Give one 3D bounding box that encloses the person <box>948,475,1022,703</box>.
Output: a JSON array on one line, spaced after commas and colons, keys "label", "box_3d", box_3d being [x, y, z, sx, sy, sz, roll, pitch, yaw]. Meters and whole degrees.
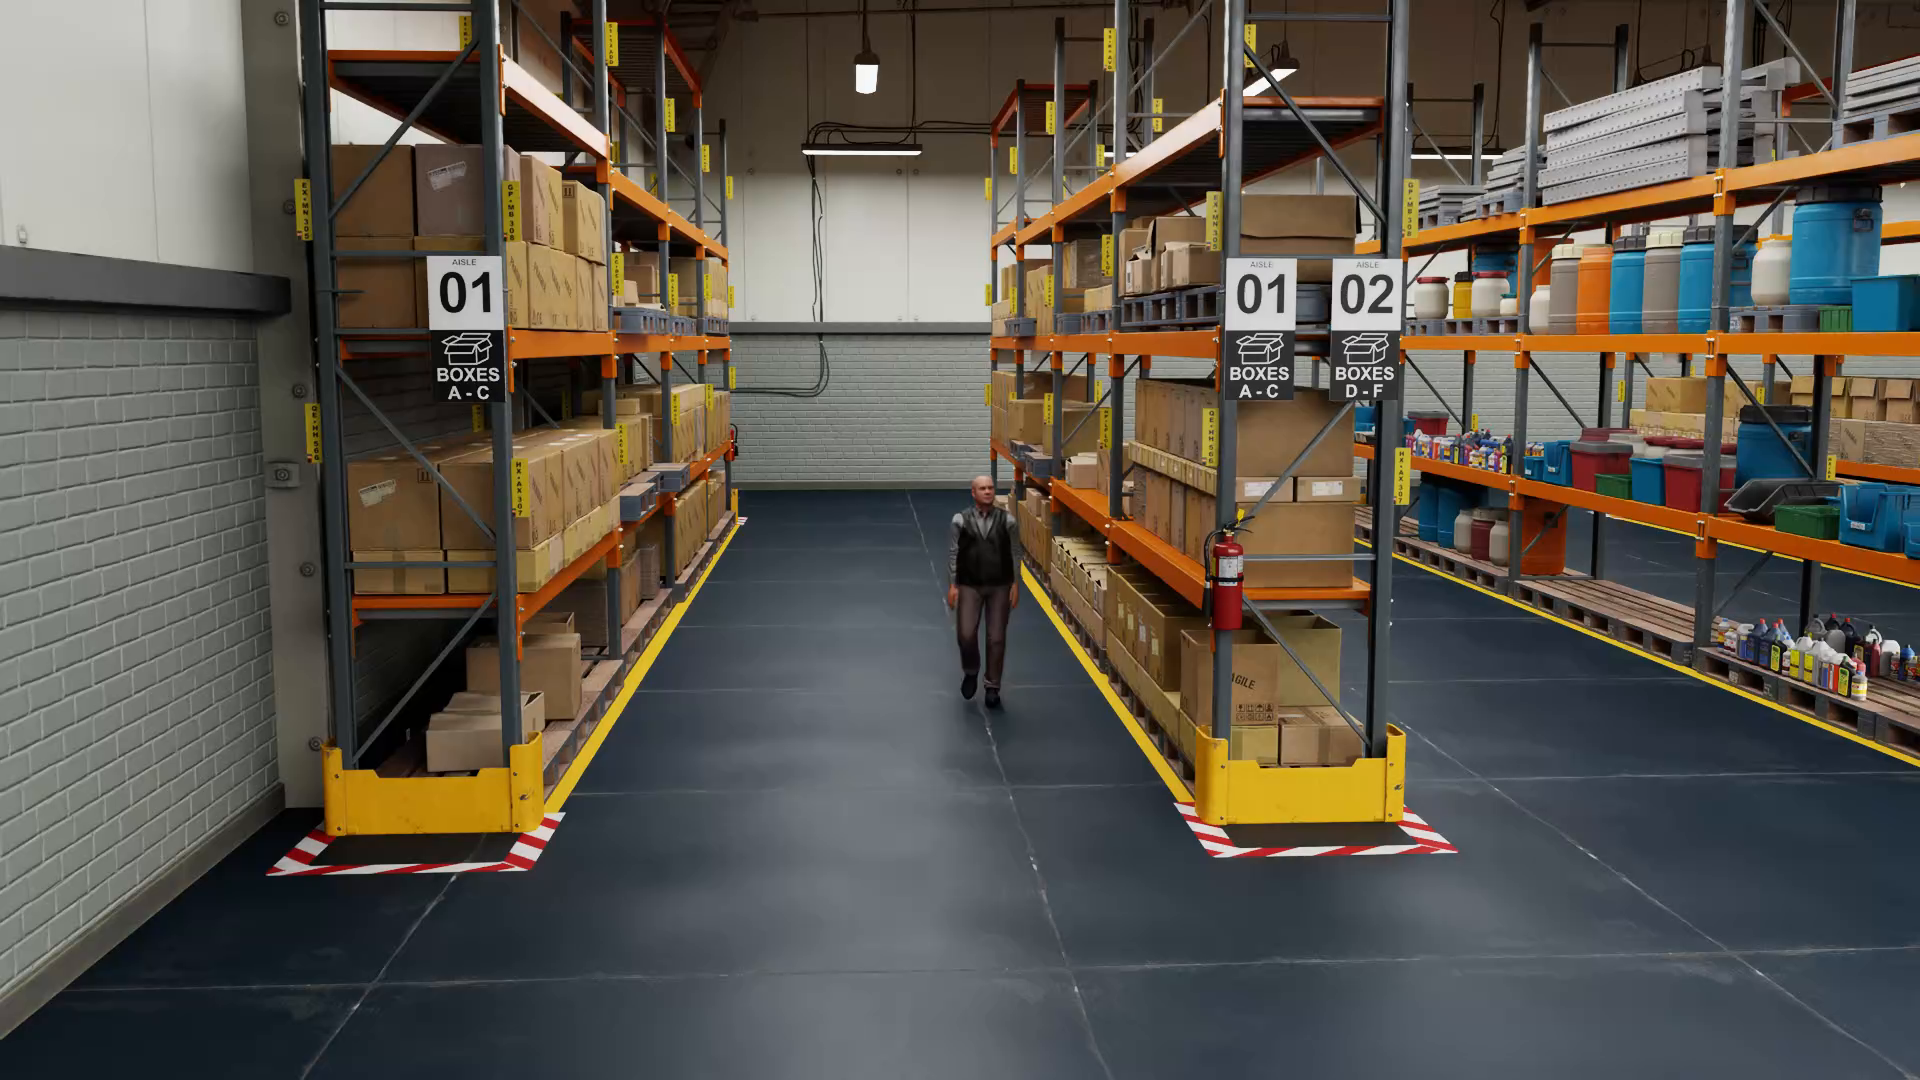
[{"label": "person", "box_3d": [0.192, 0.375, 12.501, 0.555, 1.709, 0.470, 0, 7, -2]}]
